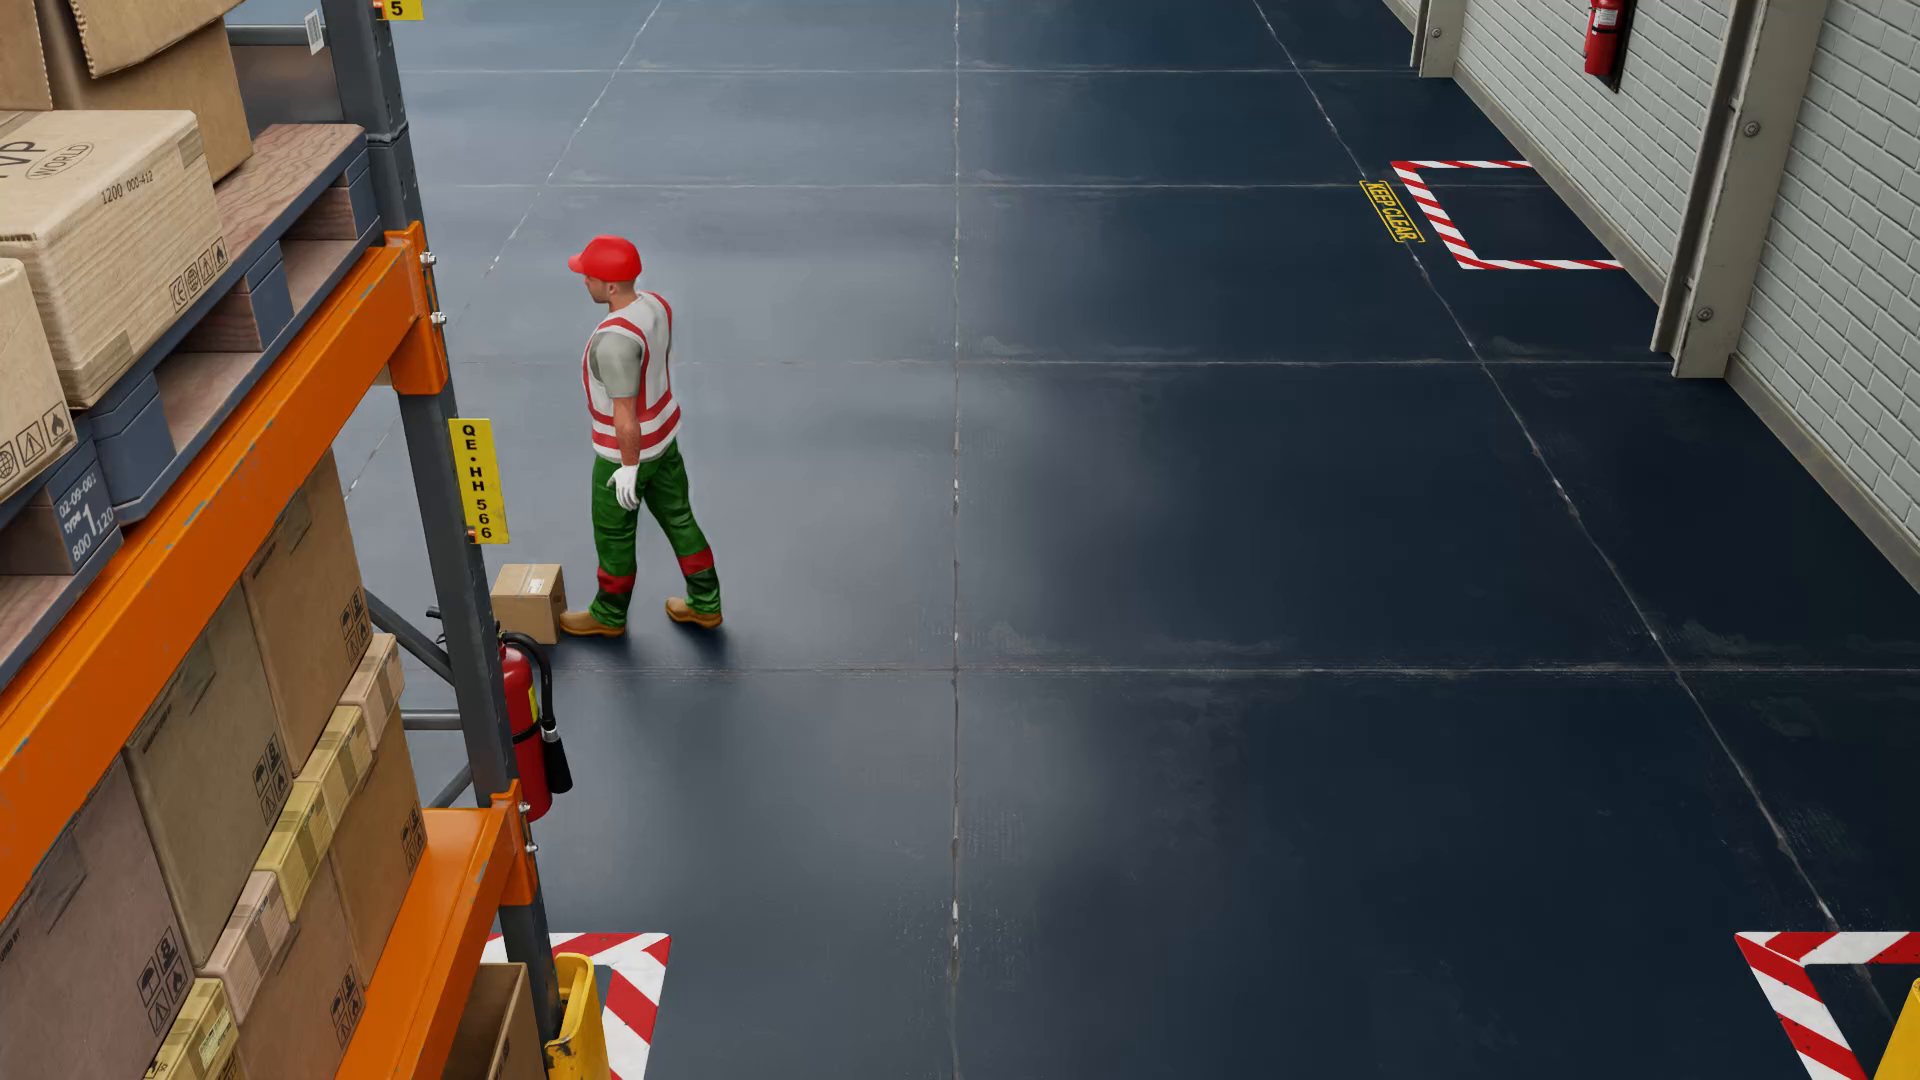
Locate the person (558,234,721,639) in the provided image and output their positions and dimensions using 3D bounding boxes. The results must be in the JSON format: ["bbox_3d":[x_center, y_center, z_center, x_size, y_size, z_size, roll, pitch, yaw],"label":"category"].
[{"bbox_3d":[-1.378,-0.398,6.752,0.682,1.788,0.553,8,32,13],"label":"person"}]
